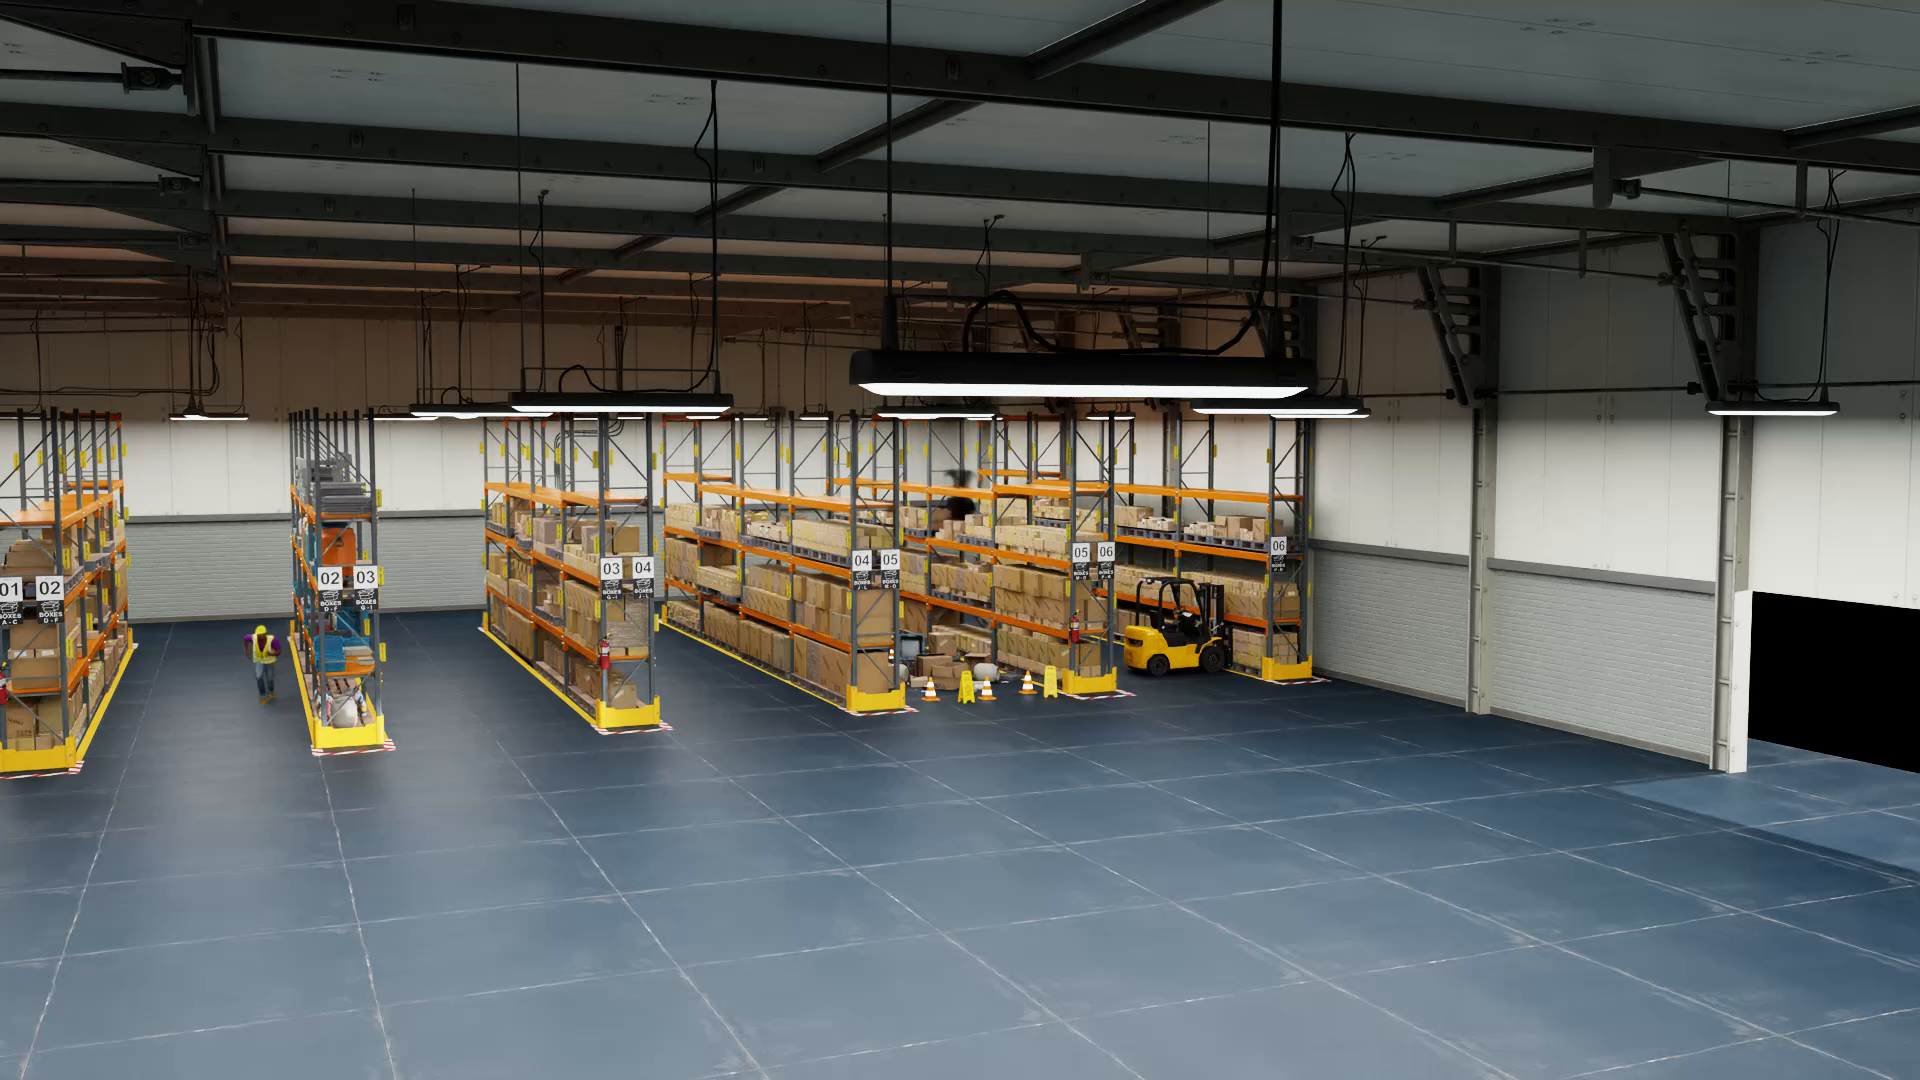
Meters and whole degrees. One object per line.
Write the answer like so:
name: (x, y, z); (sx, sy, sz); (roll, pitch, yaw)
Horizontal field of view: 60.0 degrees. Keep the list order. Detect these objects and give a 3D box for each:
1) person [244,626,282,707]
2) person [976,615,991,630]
person: (-14.184, 2.552, 33.895); (0.747, 1.700, 1.011); (-1, 4, -13)
person: (0.640, 1.748, 45.111); (0.617, 1.636, 0.566); (-3, 5, -40)
